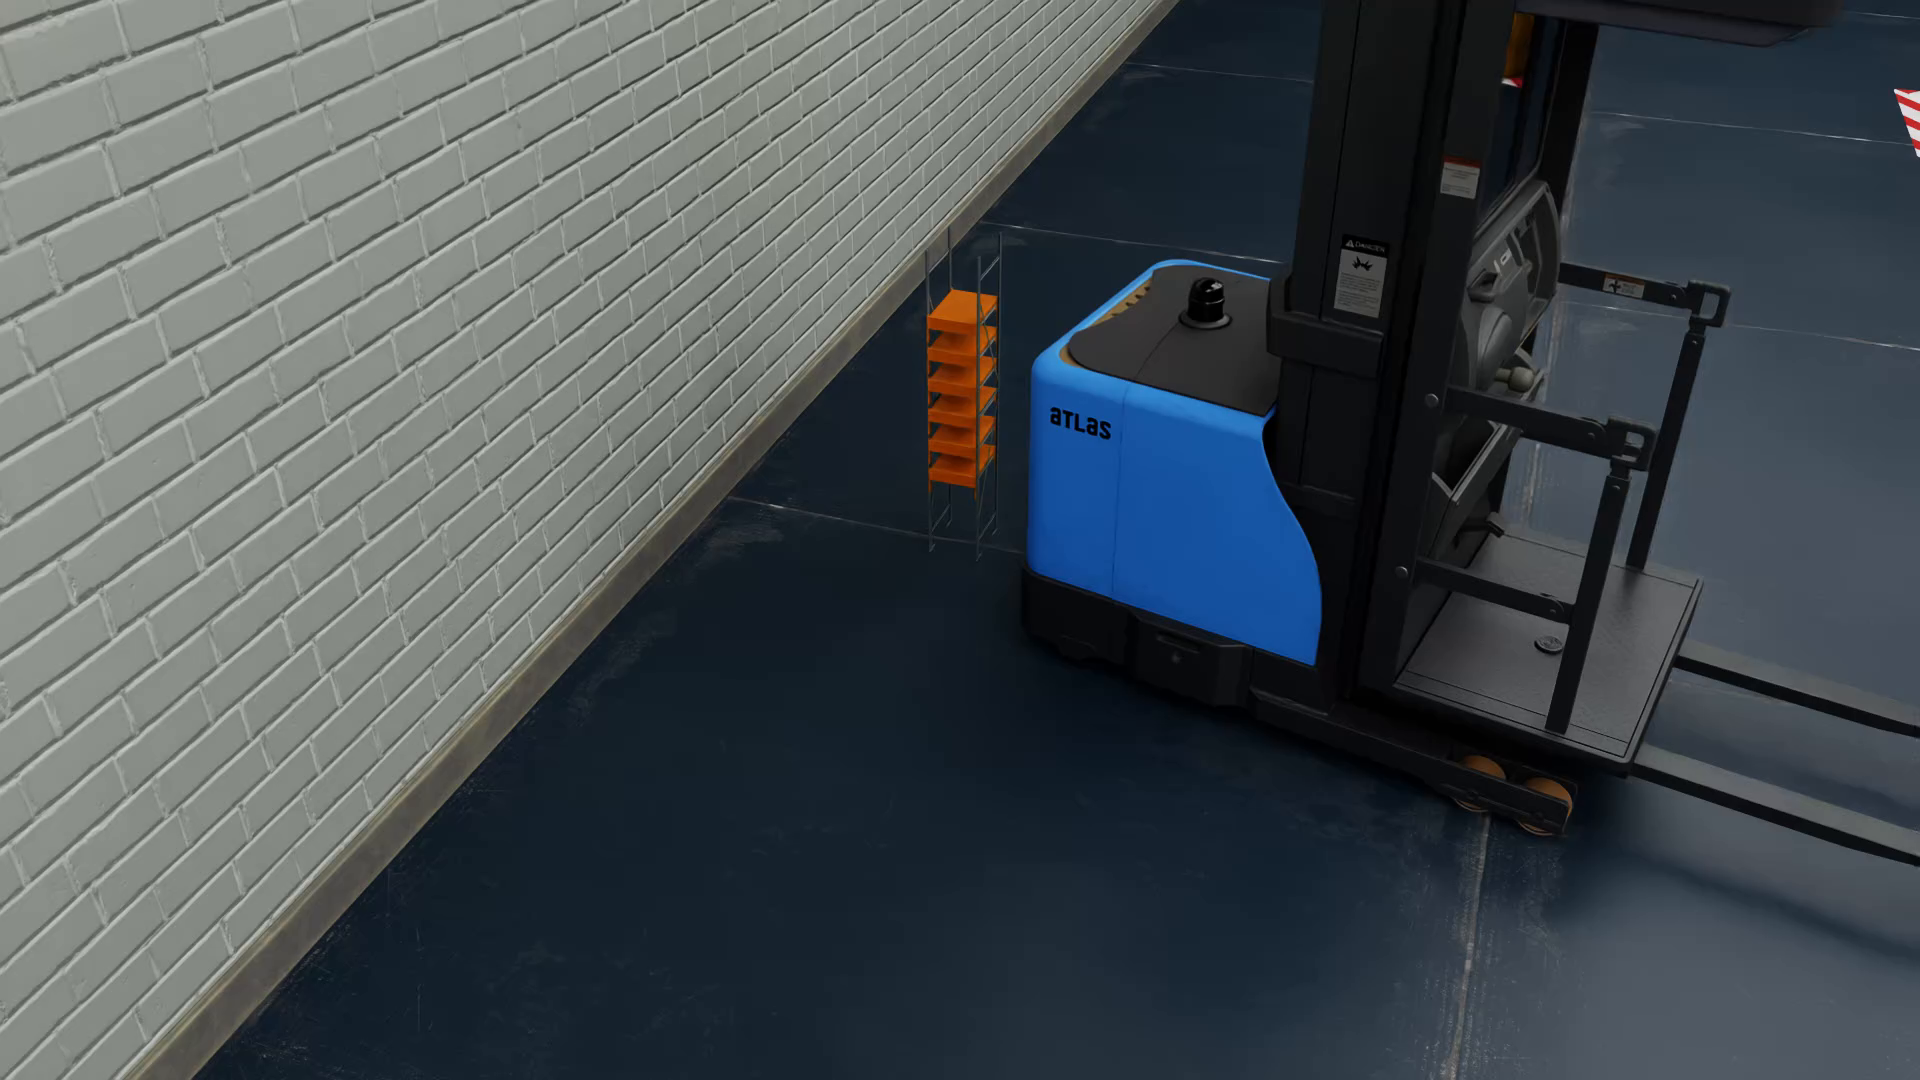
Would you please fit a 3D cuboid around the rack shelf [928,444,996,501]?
[{"bbox_3d":[0.014,-0.262,6.075,0.180,0.103,0.258,11,34,16],"label":"rack shelf"}]

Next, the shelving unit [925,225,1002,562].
[{"bbox_3d":[0.014,-0.501,5.920,0.189,1.200,0.258,11,34,16],"label":"shelving unit"}]

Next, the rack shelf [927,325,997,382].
[{"bbox_3d":[0.014,-0.666,5.814,0.180,0.103,0.258,11,34,16],"label":"rack shelf"}]

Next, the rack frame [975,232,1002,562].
[{"bbox_3d":[0.100,-0.485,5.895,0.006,1.200,0.240,11,34,16],"label":"rack frame"}]

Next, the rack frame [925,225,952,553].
[{"bbox_3d":[-0.073,-0.518,5.946,0.006,1.200,0.240,11,34,16],"label":"rack frame"}]

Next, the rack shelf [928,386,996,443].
[{"bbox_3d":[0.014,-0.464,5.945,0.180,0.103,0.258,11,34,16],"label":"rack shelf"}]

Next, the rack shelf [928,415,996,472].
[{"bbox_3d":[0.014,-0.363,6.010,0.180,0.103,0.258,11,34,16],"label":"rack shelf"}]

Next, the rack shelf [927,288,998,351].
[{"bbox_3d":[0.014,-0.767,5.749,0.180,0.103,0.258,11,34,16],"label":"rack shelf"}]

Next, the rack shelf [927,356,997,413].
[{"bbox_3d":[0.014,-0.565,5.879,0.180,0.103,0.258,11,34,16],"label":"rack shelf"}]

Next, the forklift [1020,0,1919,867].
[{"bbox_3d":[1.733,-0.692,4.620,3.031,2.935,1.130,18,37,26],"label":"forklift"}]
